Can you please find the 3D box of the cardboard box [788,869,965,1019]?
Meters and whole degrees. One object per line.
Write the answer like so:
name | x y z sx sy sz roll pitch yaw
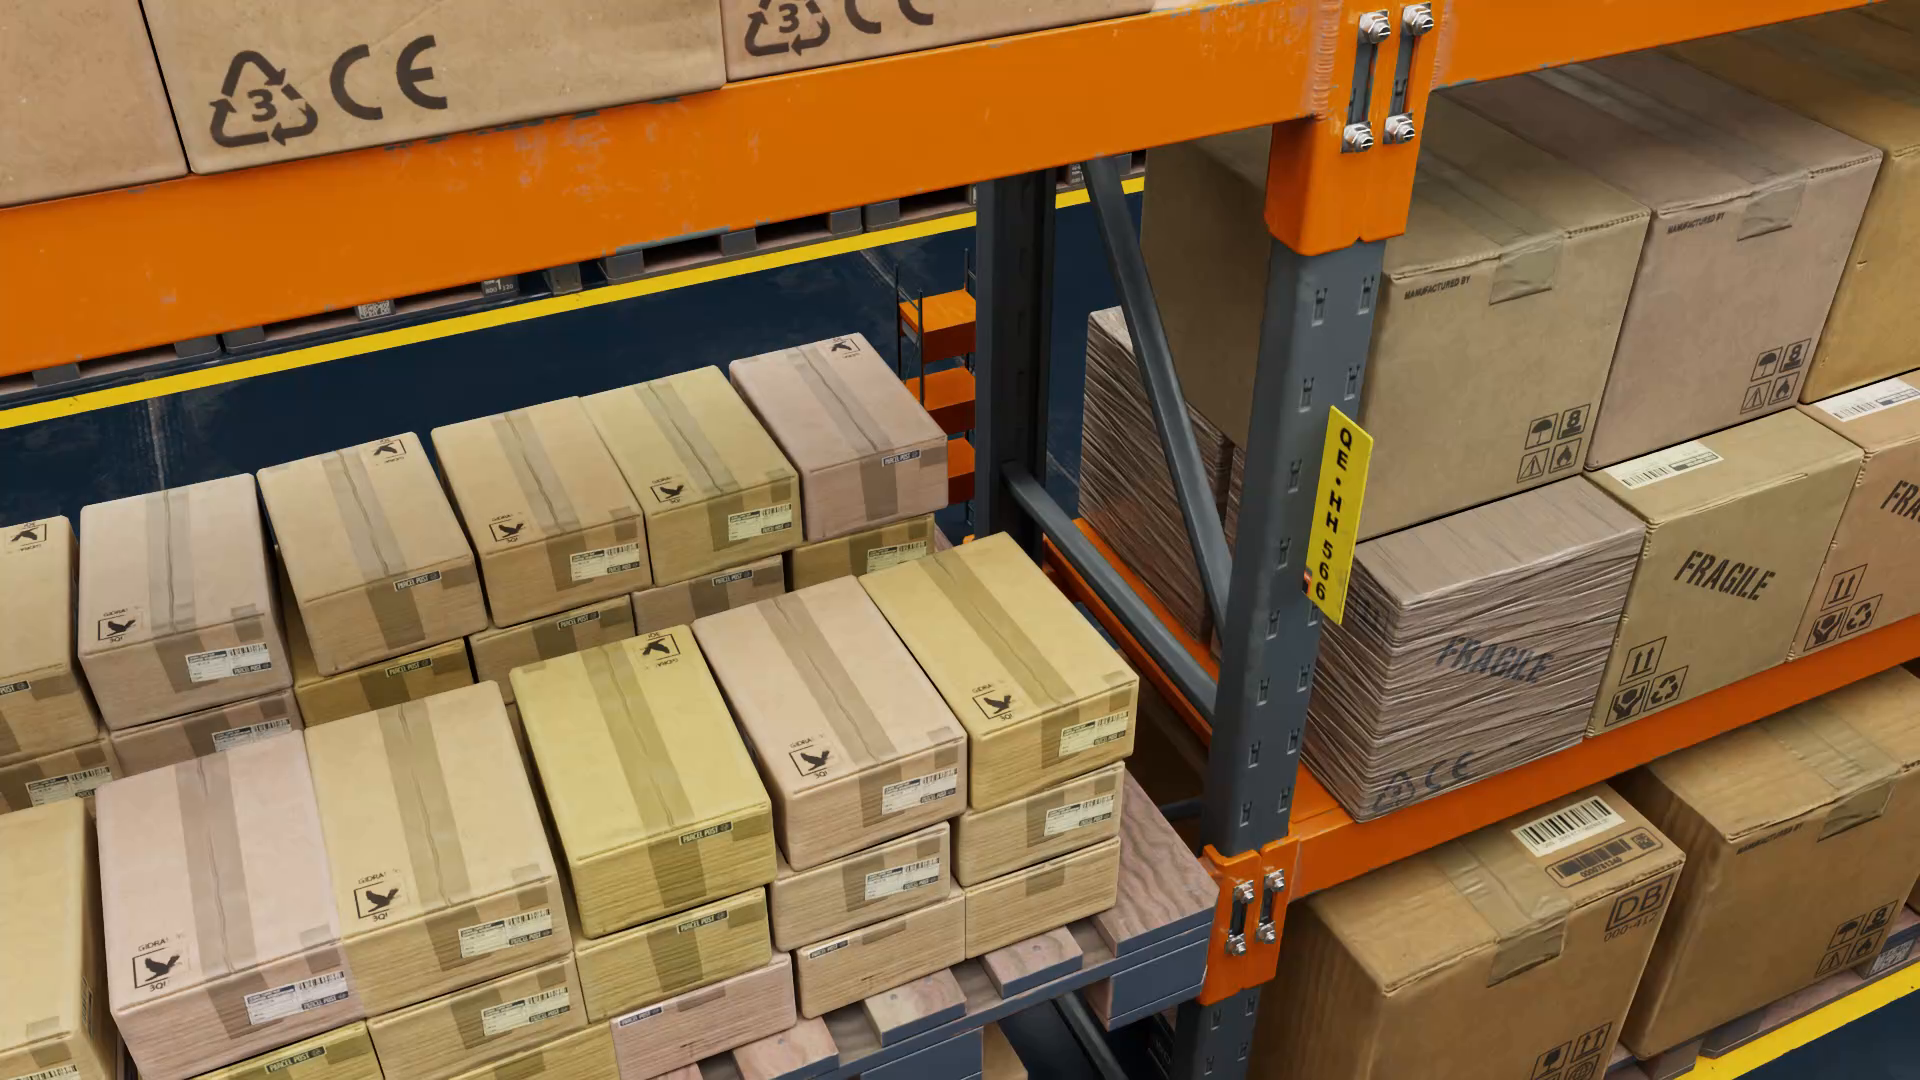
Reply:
cardboard box | -0.182 0.478 2.446 0.250 0.149 0.380 -16 39 -20

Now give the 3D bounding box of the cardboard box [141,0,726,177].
cardboard box | -0.562 -0.719 1.599 0.500 0.500 0.500 -16 39 -20

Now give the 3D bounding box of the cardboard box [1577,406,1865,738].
cardboard box | 1.274 -0.027 3.185 0.500 0.500 0.500 -16 39 -20

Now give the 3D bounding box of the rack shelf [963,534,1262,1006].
rack shelf | -1.516 0.906 2.614 4.000 0.370 1.077 -16 39 -20

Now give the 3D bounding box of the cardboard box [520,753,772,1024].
cardboard box | -0.437 0.431 2.260 0.250 0.149 0.380 -15 39 -19

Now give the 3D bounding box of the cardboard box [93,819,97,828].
cardboard box | -1.396 0.385 2.572 0.250 0.149 0.380 -15 39 -19

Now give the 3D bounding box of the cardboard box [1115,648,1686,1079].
cardboard box | 0.884 0.740 3.770 0.750 0.750 1.050 -16 40 -21

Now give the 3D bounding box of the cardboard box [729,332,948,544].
cardboard box | -0.210 -0.182 2.836 0.250 0.149 0.380 -16 39 -20

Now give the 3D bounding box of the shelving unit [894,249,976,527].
shelving unit | -0.048 -0.408 5.419 0.252 1.050 0.215 -16 39 -20

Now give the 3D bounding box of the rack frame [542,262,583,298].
rack frame | -1.900 -2.533 6.647 0.127 3.000 1.000 -16 39 -20

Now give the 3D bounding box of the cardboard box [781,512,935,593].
cardboard box | -0.228 -0.062 2.924 0.250 0.149 0.380 -14 39 -18

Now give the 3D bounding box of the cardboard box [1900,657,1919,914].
cardboard box | 2.517 0.281 4.389 0.750 0.750 1.050 -16 39 -20

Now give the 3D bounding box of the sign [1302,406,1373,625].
sign | 0.533 -0.032 2.369 0.005 0.325 0.100 -16 39 -20

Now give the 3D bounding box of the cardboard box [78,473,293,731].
cardboard box | -1.157 0.082 2.480 0.250 0.149 0.380 -14 39 -18

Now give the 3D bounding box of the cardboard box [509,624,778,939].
cardboard box | -0.420 0.304 2.181 0.250 0.149 0.380 -14 39 -19

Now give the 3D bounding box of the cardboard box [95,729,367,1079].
cardboard box | -0.881 0.432 2.009 0.250 0.149 0.380 -16 39 -20

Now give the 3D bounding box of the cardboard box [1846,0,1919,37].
cardboard box | 2.088 -0.828 3.425 0.500 0.500 0.700 -16 39 -20

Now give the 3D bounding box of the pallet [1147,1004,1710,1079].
pallet | 1.040 1.072 4.127 1.213 0.211 1.003 -16 39 -20

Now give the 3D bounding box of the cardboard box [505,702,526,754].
cardboard box | -0.683 0.184 2.842 0.250 0.149 0.380 -14 39 -18

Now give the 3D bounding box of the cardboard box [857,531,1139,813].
cardboard box | 0.045 0.176 2.354 0.250 0.149 0.380 -17 40 -22

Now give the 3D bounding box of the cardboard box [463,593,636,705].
cardboard box | -0.713 0.077 2.737 0.250 0.149 0.380 -17 40 -21

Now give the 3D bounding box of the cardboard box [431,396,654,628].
cardboard box | -0.672 -0.054 2.664 0.250 0.149 0.380 -16 39 -20

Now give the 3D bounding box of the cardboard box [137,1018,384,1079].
cardboard box | -0.890 0.556 2.091 0.250 0.149 0.380 -16 39 -20

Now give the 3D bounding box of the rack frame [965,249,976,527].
rack frame | 0.062 -0.439 5.461 0.008 1.050 0.200 -16 39 -20

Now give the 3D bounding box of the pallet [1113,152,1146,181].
pallet | 1.016 -2.227 8.576 1.213 0.211 1.003 -16 39 -20

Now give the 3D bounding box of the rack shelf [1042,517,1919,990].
rack shelf | 2.105 -0.106 3.979 4.000 0.370 1.077 -16 39 -20

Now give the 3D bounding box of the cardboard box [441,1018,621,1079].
cardboard box | -0.642 0.605 2.275 0.250 0.149 0.380 -16 40 -21

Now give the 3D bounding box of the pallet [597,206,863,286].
pallet | -1.192 -1.610 7.743 1.213 0.211 1.003 -16 39 -20

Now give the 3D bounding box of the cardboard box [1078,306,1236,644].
cardboard box | 0.588 -0.188 3.401 0.500 0.500 0.500 -16 39 -20

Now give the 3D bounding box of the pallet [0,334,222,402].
pallet | -3.749 -0.947 6.850 1.213 0.211 1.003 -16 39 -20

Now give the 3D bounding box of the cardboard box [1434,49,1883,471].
cardboard box | 1.162 -0.568 3.074 0.500 0.500 0.700 -16 40 -21

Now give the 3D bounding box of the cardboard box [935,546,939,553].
cardboard box | -0.197 0.048 3.026 0.250 0.149 0.380 -16 40 -21

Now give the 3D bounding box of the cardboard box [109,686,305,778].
cardboard box | -1.168 0.204 2.566 0.250 0.149 0.380 -16 39 -20

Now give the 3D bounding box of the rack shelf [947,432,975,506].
rack shelf | -0.048 -0.176 5.591 0.240 0.259 0.215 -16 39 -20

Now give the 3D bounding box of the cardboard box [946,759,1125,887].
cardboard box | 0.041 0.295 2.444 0.250 0.149 0.380 -15 39 -19
